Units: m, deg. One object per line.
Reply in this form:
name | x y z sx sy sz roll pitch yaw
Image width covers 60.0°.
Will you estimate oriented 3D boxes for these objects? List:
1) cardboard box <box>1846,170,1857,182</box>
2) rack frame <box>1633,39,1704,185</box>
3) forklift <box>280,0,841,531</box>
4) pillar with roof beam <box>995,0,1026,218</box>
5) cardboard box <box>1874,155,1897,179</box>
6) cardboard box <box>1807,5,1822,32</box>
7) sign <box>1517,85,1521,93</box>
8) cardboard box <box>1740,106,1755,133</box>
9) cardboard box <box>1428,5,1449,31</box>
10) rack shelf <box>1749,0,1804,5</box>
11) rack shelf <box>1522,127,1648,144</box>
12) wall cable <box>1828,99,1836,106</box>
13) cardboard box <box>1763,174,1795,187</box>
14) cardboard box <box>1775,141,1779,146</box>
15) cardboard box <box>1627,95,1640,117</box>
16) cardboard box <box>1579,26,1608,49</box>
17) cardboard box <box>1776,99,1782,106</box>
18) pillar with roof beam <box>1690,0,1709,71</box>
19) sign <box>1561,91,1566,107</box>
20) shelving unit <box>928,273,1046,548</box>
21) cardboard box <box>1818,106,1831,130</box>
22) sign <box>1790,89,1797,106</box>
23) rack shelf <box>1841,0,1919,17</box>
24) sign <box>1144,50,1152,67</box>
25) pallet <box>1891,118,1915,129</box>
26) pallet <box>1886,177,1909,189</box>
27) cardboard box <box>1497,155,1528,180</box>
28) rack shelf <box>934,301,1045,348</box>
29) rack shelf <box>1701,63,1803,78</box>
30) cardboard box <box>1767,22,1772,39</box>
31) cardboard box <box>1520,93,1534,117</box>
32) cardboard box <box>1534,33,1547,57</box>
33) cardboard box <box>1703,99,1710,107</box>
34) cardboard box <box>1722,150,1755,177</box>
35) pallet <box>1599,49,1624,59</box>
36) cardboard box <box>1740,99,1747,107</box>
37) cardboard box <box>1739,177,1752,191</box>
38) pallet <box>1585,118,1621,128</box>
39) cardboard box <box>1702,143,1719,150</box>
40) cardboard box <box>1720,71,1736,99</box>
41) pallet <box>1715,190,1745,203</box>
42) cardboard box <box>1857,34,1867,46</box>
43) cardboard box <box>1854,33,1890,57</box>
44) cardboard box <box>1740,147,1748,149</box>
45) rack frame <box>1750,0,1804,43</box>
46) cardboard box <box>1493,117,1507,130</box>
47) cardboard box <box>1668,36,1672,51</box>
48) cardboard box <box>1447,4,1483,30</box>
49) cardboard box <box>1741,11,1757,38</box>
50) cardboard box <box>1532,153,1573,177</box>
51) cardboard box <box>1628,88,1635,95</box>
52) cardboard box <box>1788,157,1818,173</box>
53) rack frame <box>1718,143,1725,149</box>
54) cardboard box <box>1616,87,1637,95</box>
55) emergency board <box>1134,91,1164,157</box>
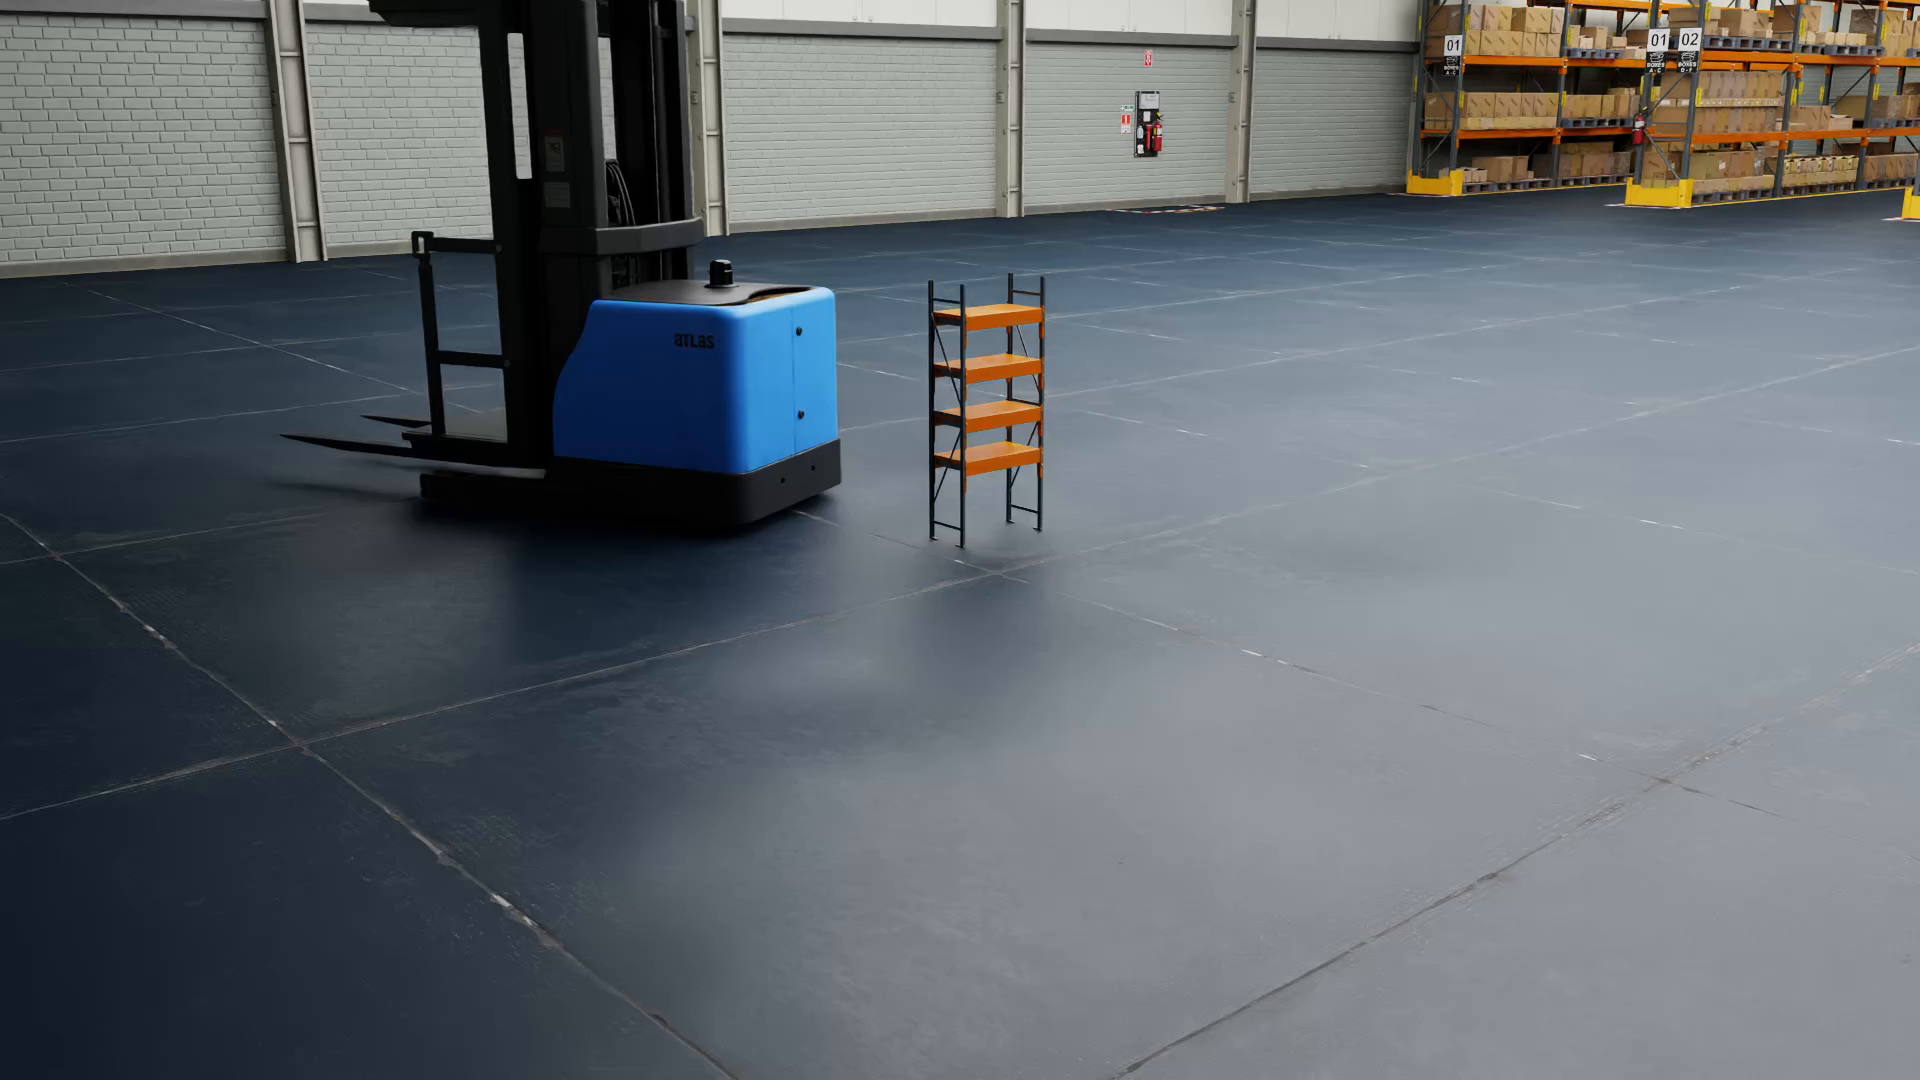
cardboard box | 18.997 -7.872 35.922 0.500 0.250 0.500 -12 19 -38
rack frame | 13.199 -7.779 31.060 0.127 3.000 1.000 -13 19 -39
forklift | -2.175 -1.692 8.403 3.031 2.935 1.130 7 16 23
pillar with roof beam | 3.678 -9.057 24.220 0.400 9.000 9.100 -13 19 -39
cardboard box | 20.538 -8.334 37.130 0.500 0.500 0.500 -13 20 -40
cardboard box | 17.122 -10.596 33.818 0.500 0.500 0.500 -10 18 -34
sign | 12.595 -10.087 37.457 0.005 0.325 0.100 -13 19 -39
cardboard box | 15.111 -8.254 32.643 0.500 0.500 0.700 -12 19 -39
cardboard box | 10.098 -10.857 34.600 0.500 0.500 0.500 -12 19 -37
rack shelf | 14.707 -10.475 31.698 4.000 0.370 1.077 -13 19 -39
rack shelf | 14.470 -9.411 38.566 4.000 0.370 1.077 -13 19 -39
wall cable | 26.516 -13.740 47.768 0.112 2.526 3.097 -13 19 -39
cardboard box | 16.683 -7.351 33.972 0.500 0.250 0.500 -13 20 -41
cardboard box | 21.575 -10.566 44.268 0.250 0.149 0.380 -13 20 -40
cardboard box | 15.631 -10.277 39.366 0.700 0.500 0.500 13 20 40
cardboard box | 14.357 -11.407 37.821 0.500 0.500 0.500 -14 20 -41
cardboard box | 16.152 -8.730 33.171 0.250 0.149 0.380 -13 20 -39
pillar with roof beam | 21.783 -13.123 39.441 0.400 9.000 9.100 -13 19 -39
sign | 13.324 -9.734 36.702 0.005 0.325 0.100 -13 19 -39
shelving unit | 0.125 -0.608 7.700 0.503 1.200 0.258 -13 19 -39
cardboard box | 17.979 -8.895 35.044 0.500 0.500 0.500 -14 20 -42
sign | 16.582 -8.805 33.071 0.005 0.325 0.100 -13 19 -39
rack shelf | 20.743 -11.831 36.772 4.000 0.370 1.077 -13 19 -39
sign | 3.417 -8.740 30.166 0.199 0.298 0.001 -13 19 -39
pallet | 20.698 -9.372 37.395 1.213 0.211 1.003 -13 19 -39
pallet | 20.742 -8.112 37.709 1.213 0.211 1.003 -13 19 -39
cardboard box | 12.205 -8.242 36.783 0.500 0.500 0.500 14 21 43
rack shelf | 0.125 -0.987 7.599 0.480 0.148 0.258 -13 19 -39
rack shelf | 20.505 -12.216 43.252 4.000 0.370 1.077 -13 19 -39
cardboard box | 20.471 -13.005 42.642 0.500 0.500 0.500 -12 19 -39
cardboard box | 12.048 -9.411 35.967 0.500 0.500 0.500 -13 20 -41
cardboard box | 12.353 -10.711 35.990 0.500 0.500 0.500 14 20 42
cardboard box | 13.833 -8.210 31.224 0.250 0.149 0.380 -13 20 -41
cardboard box | 15.250 -7.404 32.718 0.500 0.500 0.500 -13 19 -39
pallet | 14.278 -11.039 37.815 1.003 0.211 1.213 -13 19 -39
cardboard box | 14.994 -8.470 32.196 0.250 0.149 0.380 -12 19 -38
cardboard box | 15.259 -7.039 32.806 0.500 0.250 0.500 -13 19 -39
pallet | 14.513 -9.662 38.481 1.213 0.211 1.003 -13 19 -39
cardboard box | 18.592 -9.804 41.994 0.750 0.750 0.750 -12 19 -39
cardboard box | 14.372 -8.715 31.857 0.500 0.500 0.700 -13 19 -39
pallet | 14.668 -6.775 32.705 1.213 0.211 1.003 -13 19 -39
cardboard box | 18.928 -10.626 35.382 0.500 0.250 0.500 14 21 43
cardboard box | 19.541 -10.712 36.034 0.500 0.500 0.910 -13 19 -39
cardboard box | 20.009 -9.962 43.262 0.500 0.500 0.700 -13 20 -40
rack frame | 16.216 -11.355 32.822 0.127 3.000 1.000 -13 19 -39
cardboard box | 11.291 -8.877 35.421 0.500 0.250 0.500 -13 20 -40
cardboard box | 16.672 -12.001 40.008 0.500 0.500 0.700 -14 20 -42
cardboard box | 10.394 -10.751 34.203 0.500 0.500 0.500 14 21 43
cardboard box | 14.891 -9.972 32.171 0.637 0.503 0.797 -10 18 -33
cardboard box | 13.506 -8.553 37.949 0.500 0.500 0.700 -12 19 -38
cardboard box | 15.739 -10.608 39.347 0.380 0.149 0.250 13 20 40
cardboard box | 17.462 -7.795 34.548 0.500 0.311 0.500 -14 20 -41
rack frame | 18.997 -10.775 42.278 0.127 3.000 1.000 -13 19 -39
cardboard box | 16.151 -10.789 40.067 0.500 0.250 0.500 -12 19 -38
emergency board | 3.489 -7.602 30.397 0.643 1.169 0.194 -13 19 -39
